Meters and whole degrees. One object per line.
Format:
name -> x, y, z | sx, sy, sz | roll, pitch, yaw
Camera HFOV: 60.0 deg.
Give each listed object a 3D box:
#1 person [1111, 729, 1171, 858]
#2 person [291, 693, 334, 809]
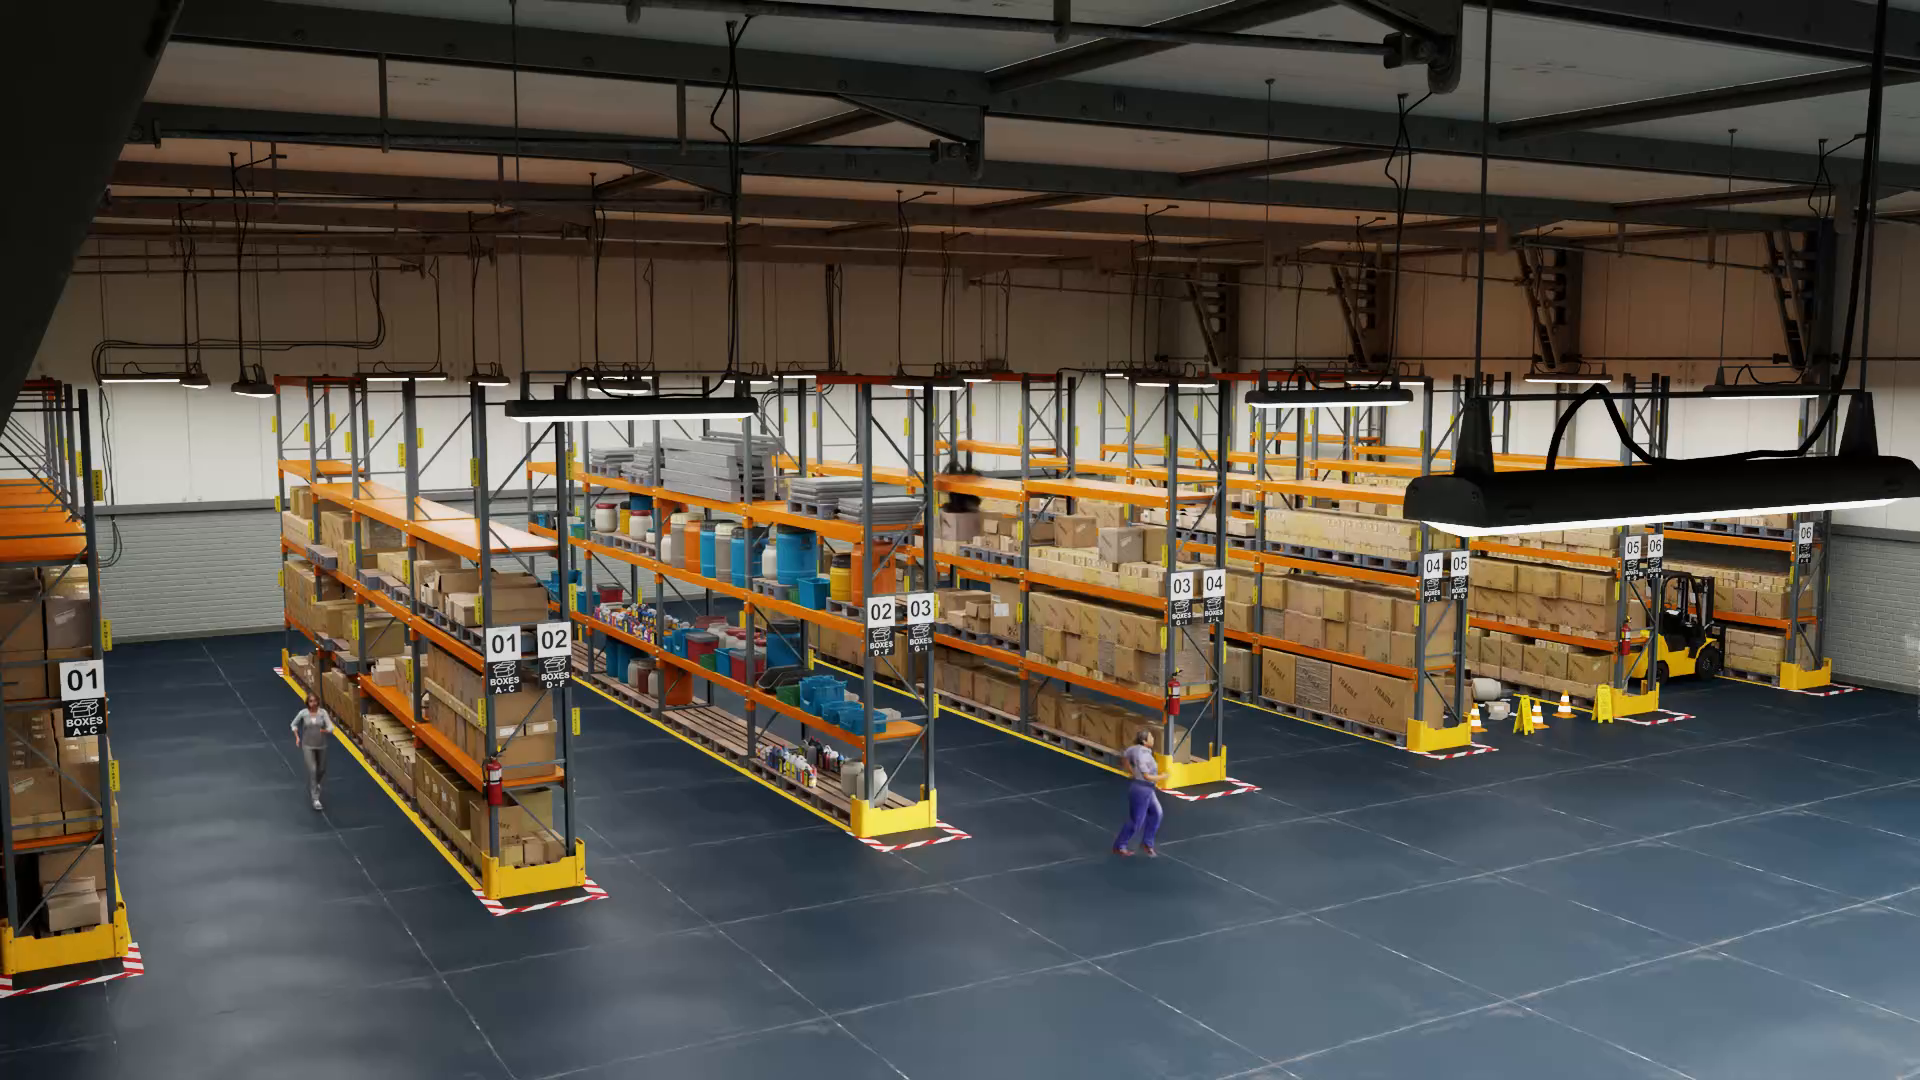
person -> 2.289, 3.241, 21.018 | 0.739, 1.704, 0.613 | 0, 6, 3
person -> -9.146, 2.945, 23.545 | 0.537, 1.585, 0.893 | -4, 7, -31
